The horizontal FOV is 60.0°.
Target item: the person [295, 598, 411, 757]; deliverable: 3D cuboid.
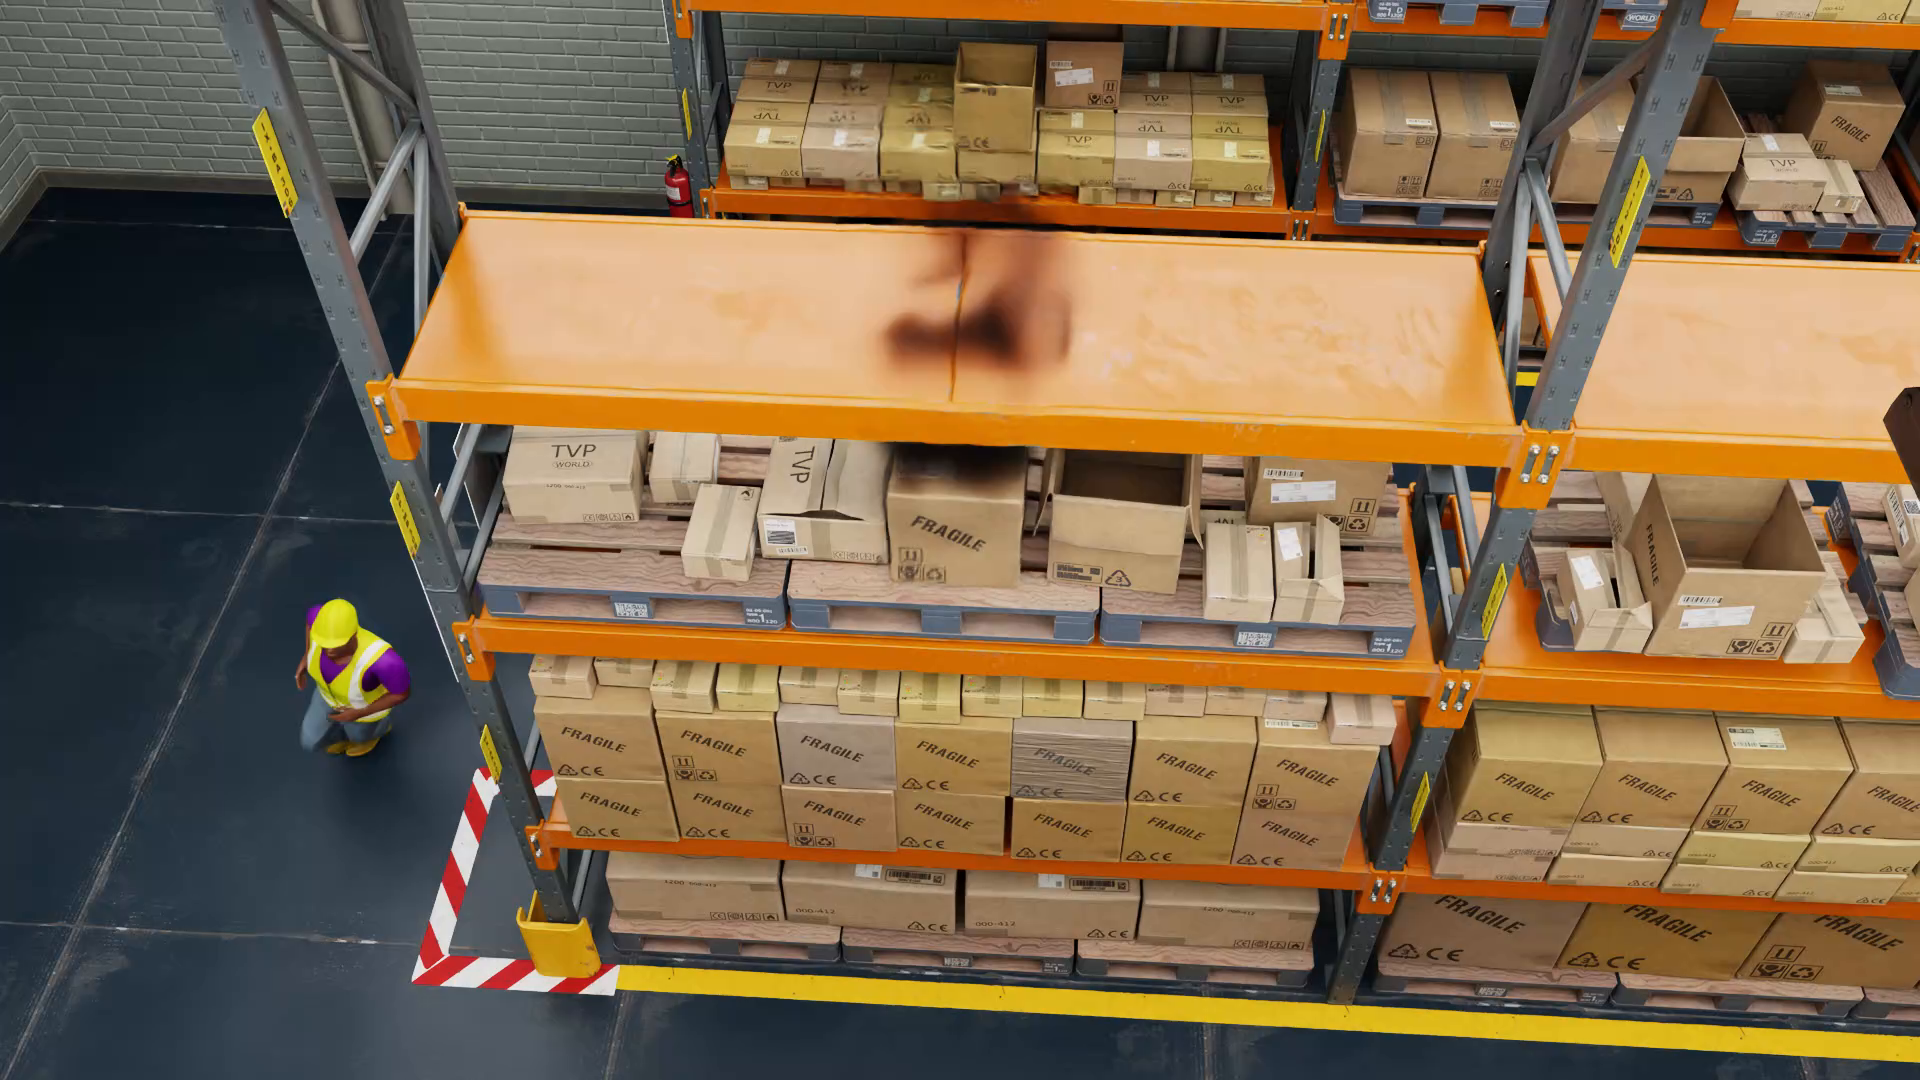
[{"bbox_3d":[-3.262,0.796,8.891,0.861,1.638,0.596,23,52,19],"label":"person"}]
